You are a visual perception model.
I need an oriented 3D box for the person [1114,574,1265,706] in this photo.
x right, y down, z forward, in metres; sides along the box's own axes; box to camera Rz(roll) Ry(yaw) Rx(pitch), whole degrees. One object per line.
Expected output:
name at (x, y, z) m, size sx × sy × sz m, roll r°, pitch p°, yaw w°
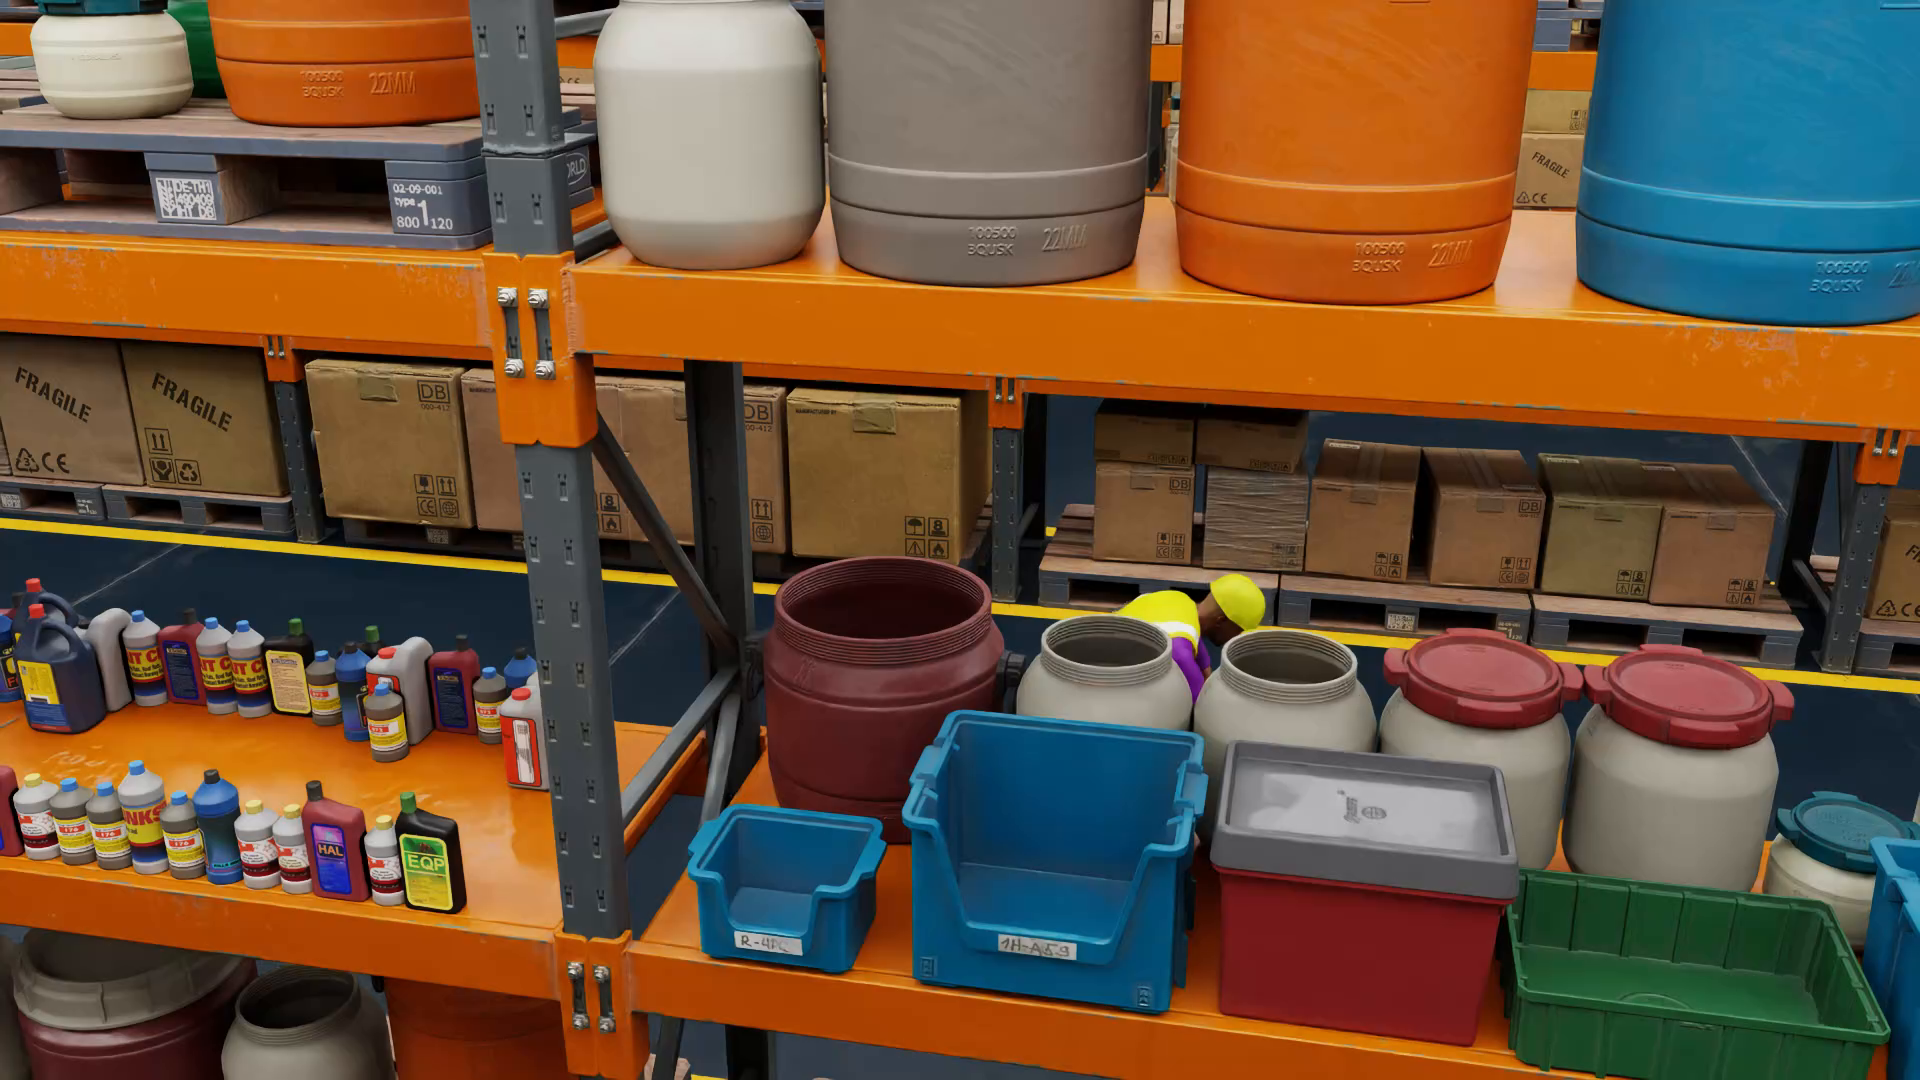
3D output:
person at (0.775, 0.596, 6.581) m, size 0.899 × 1.012 × 0.546 m, roll 4°, pitch 22°, yaw 10°
